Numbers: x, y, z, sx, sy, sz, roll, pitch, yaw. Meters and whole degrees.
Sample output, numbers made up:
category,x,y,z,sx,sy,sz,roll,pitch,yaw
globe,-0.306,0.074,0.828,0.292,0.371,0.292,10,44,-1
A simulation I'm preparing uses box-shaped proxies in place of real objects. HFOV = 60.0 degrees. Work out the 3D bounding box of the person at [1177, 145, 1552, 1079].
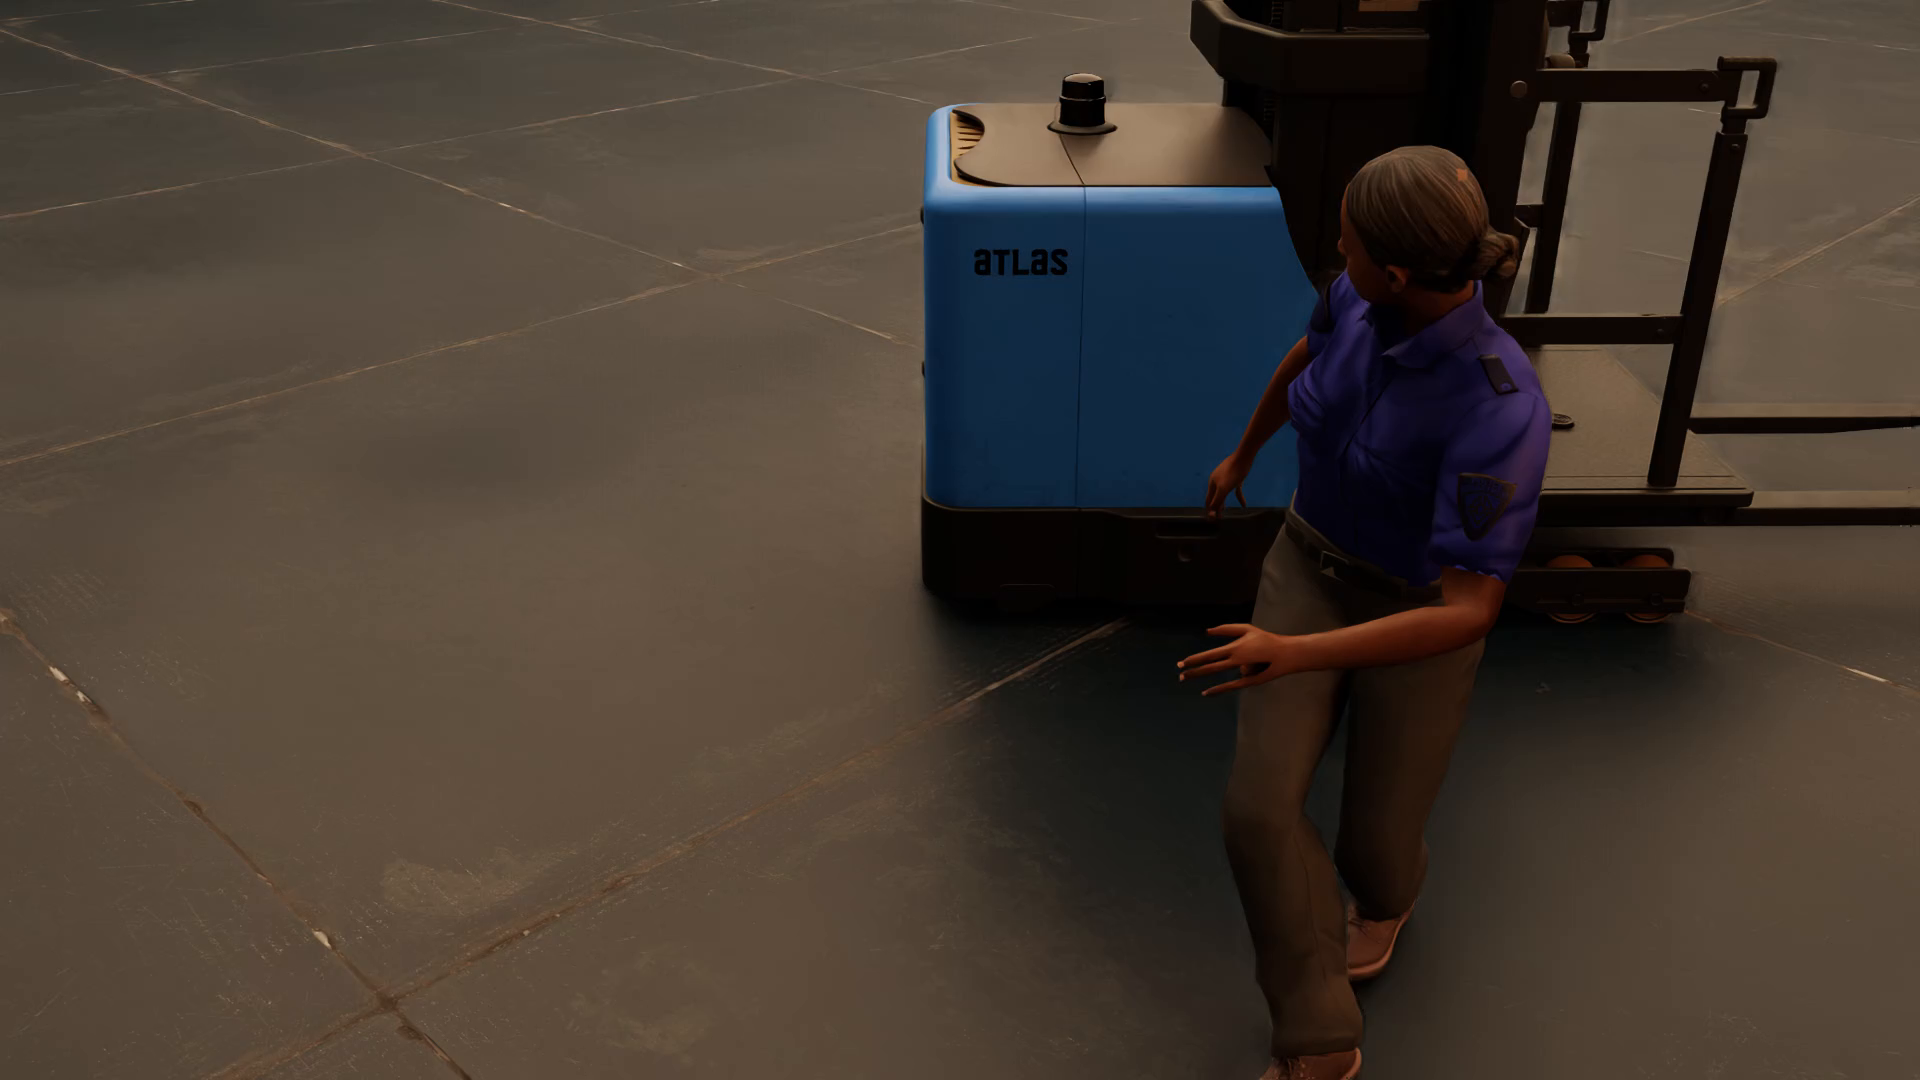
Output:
category,x,y,z,sx,sy,sz,roll,pitch,yaw
person,0.517,0.135,2.585,0.704,1.518,0.779,22,34,38

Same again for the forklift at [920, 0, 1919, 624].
category,x,y,z,sx,sy,sz,roll,pitch,yaw
forklift,1.417,-1.343,3.953,3.031,2.935,1.130,0,26,0
